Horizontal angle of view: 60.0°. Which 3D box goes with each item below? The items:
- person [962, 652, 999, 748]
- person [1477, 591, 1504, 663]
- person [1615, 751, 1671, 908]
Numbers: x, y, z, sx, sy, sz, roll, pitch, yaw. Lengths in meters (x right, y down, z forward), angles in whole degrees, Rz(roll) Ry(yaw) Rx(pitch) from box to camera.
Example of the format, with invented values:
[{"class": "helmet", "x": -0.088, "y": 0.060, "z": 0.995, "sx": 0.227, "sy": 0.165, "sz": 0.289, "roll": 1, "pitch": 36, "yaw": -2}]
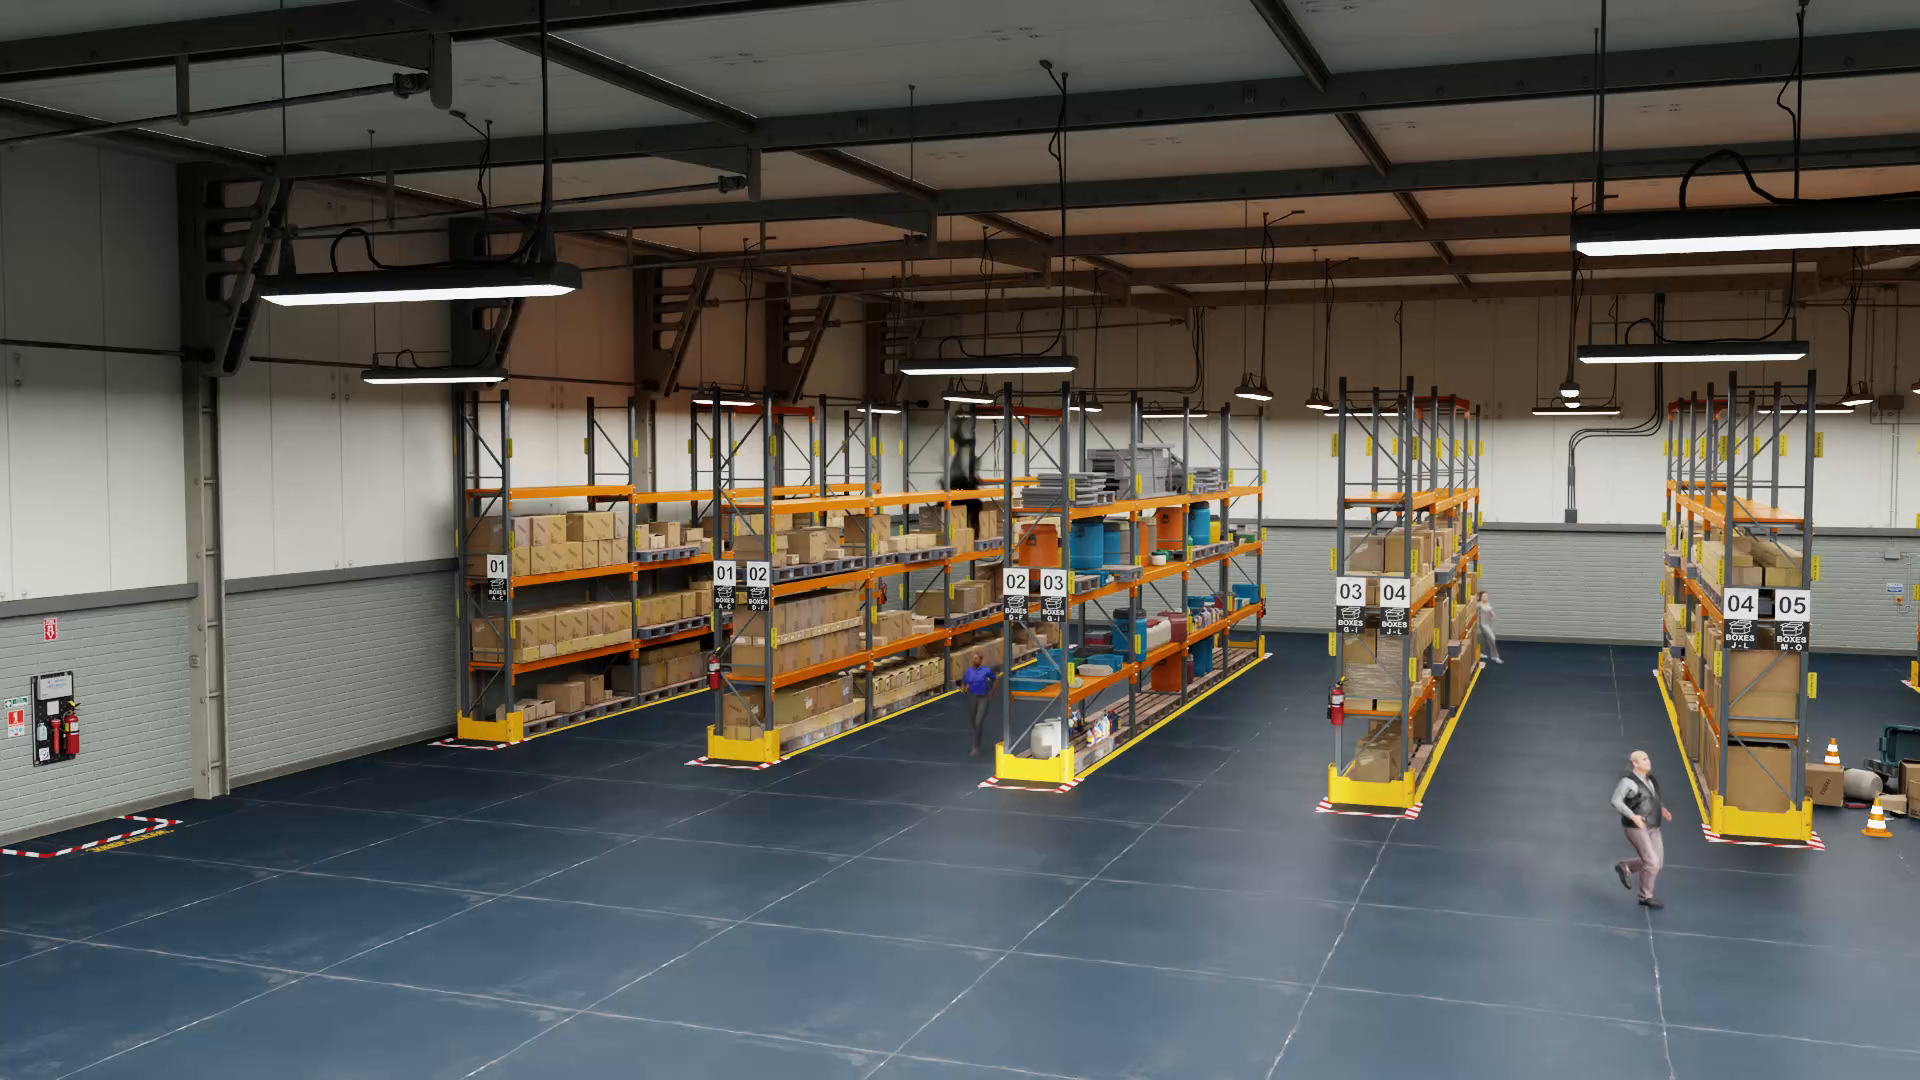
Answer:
[{"class": "person", "x": 0.329, "y": 2.621, "z": 27.434, "sx": 0.588, "sy": 1.558, "sz": 0.805, "roll": 1, "pitch": 3, "yaw": 20}, {"class": "person", "x": 12.314, "y": 2.029, "z": 38.980, "sx": 0.648, "sy": 1.675, "sz": 0.861, "roll": -2, "pitch": 4, "yaw": -37}, {"class": "person", "x": 7.447, "y": 3.156, "z": 18.278, "sx": 0.533, "sy": 1.677, "sz": 0.703, "roll": -2, "pitch": 4, "yaw": -31}]
